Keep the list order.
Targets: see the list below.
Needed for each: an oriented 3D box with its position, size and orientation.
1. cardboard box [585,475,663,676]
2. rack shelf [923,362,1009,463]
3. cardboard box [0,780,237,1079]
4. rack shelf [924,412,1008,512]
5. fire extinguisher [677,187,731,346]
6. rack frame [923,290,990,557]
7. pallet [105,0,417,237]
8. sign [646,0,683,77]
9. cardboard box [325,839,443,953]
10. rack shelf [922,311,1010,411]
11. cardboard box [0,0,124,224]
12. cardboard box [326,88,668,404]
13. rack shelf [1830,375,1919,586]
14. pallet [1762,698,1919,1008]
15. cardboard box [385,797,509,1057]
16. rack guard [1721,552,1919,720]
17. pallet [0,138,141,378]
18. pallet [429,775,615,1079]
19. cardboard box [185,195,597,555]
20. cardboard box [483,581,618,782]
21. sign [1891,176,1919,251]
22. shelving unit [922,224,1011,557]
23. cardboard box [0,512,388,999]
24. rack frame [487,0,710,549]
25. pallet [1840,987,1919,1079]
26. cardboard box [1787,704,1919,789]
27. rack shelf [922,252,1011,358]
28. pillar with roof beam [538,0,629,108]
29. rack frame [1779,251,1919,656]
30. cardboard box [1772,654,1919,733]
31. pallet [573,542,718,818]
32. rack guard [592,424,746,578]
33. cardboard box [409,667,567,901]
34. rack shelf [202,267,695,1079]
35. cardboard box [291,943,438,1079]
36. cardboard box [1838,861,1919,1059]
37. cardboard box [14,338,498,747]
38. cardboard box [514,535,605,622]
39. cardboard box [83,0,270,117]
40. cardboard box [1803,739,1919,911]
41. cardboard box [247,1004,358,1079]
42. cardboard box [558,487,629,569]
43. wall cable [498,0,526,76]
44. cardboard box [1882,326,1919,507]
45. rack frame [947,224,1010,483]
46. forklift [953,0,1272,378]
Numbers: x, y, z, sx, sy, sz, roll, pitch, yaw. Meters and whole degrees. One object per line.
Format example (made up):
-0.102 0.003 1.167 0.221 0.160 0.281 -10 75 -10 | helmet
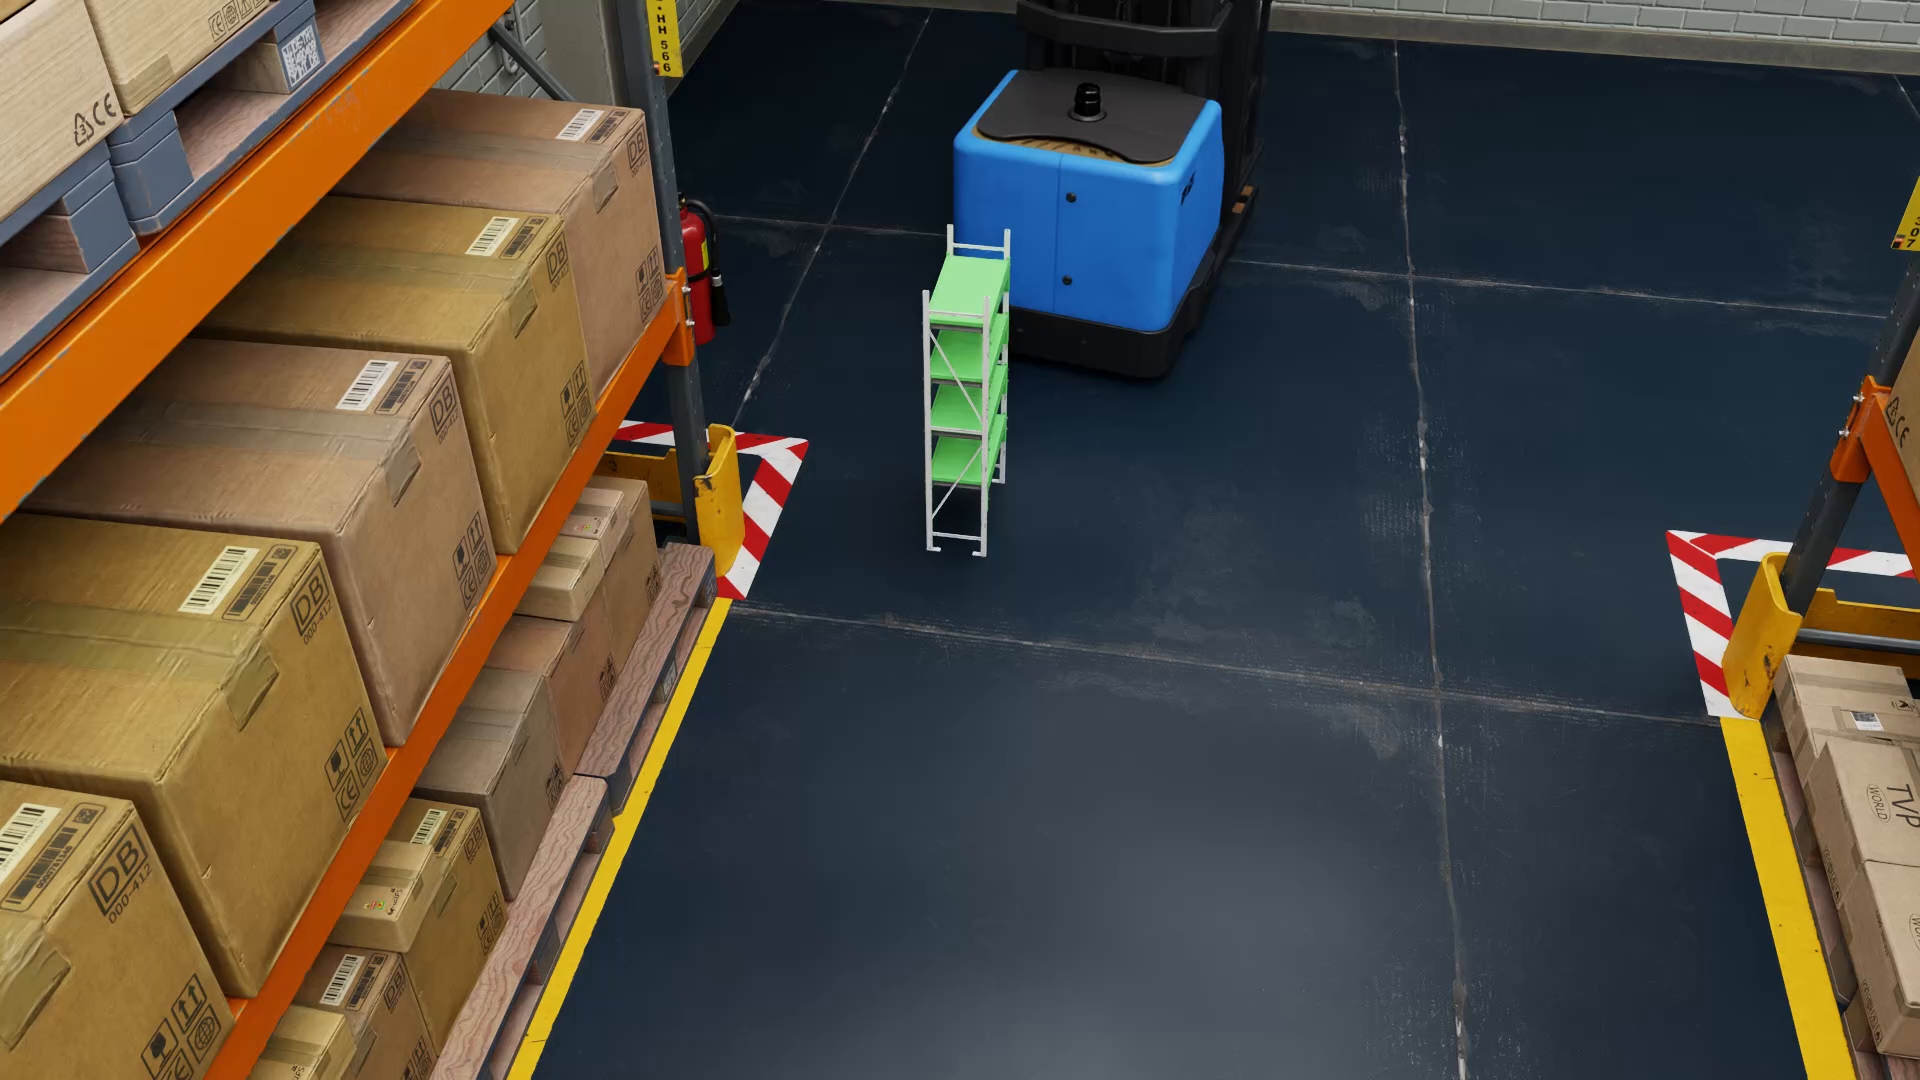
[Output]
-1.497 0.097 5.911 0.700 0.500 0.500 6 40 8 | cardboard box
0.029 -0.517 6.534 0.258 0.148 0.480 6 40 8 | rack shelf
-2.056 0.901 3.070 0.980 0.700 0.700 7 40 8 | cardboard box
0.029 -0.332 6.687 0.258 0.148 0.480 6 40 8 | rack shelf
-0.993 -1.025 5.989 0.296 0.674 0.183 6 40 8 | fire extinguisher
-0.014 -0.413 6.308 0.240 1.200 0.015 6 40 8 | rack frame
-1.801 -1.042 3.372 1.003 0.211 1.213 6 40 8 | pallet
-0.942 -1.624 5.265 0.100 0.325 0.005 6 40 8 | sign
-1.607 0.927 4.398 0.380 0.149 0.250 5 40 6 | cardboard box
0.029 -0.702 6.381 0.258 0.148 0.480 6 40 8 | rack shelf
-1.685 -0.666 2.557 0.500 0.250 0.500 6 40 7 | cardboard box
-1.552 -0.949 5.309 0.980 0.700 0.700 8 40 10 | cardboard box
3.060 0.921 3.846 1.077 0.370 4.000 6 40 8 | rack shelf
3.256 1.012 5.361 1.003 0.211 1.213 6 40 8 | pallet
-1.754 1.062 4.743 0.700 0.500 0.500 7 40 9 | cardboard box
3.393 0.400 5.874 1.175 0.500 0.348 6 40 8 | rack guard
-2.014 -0.279 2.449 1.003 0.211 1.213 6 40 8 | pallet
-1.749 1.194 5.141 1.003 0.211 1.213 6 40 8 | pallet
-1.667 -0.491 4.755 0.980 0.700 0.700 6 40 7 | cardboard box
-1.583 0.411 5.531 0.700 0.500 0.500 6 40 8 | cardboard box
2.871 -1.004 4.931 0.100 0.325 0.005 6 40 8 | sign
0.029 -0.566 6.493 0.258 1.200 0.503 6 40 8 | shelving unit
-1.924 0.444 3.624 0.980 0.700 0.700 5 40 7 | cardboard box
-1.474 -1.155 5.793 1.000 3.000 0.127 6 40 8 | rack frame
3.042 1.775 4.437 1.003 0.211 1.213 6 40 8 | pallet
2.951 0.693 5.436 0.380 0.166 0.250 6 40 8 | cardboard box
0.029 -0.887 6.228 0.258 0.148 0.480 6 40 8 | rack shelf
2.381 -4.782 5.472 9.100 9.000 0.400 6 40 8 | pillar with roof beam
3.406 -0.611 5.135 1.000 3.000 0.127 6 40 8 | rack frame
2.995 0.543 5.631 0.380 0.149 0.250 6 40 8 | cardboard box
-1.535 0.430 6.064 1.003 0.211 1.213 6 40 8 | pallet
-1.470 -0.207 6.607 1.175 0.500 0.348 6 40 8 | rack guard
-1.669 0.727 5.149 0.700 0.500 0.500 5 40 6 | cardboard box
-1.820 0.378 4.504 1.077 0.370 4.000 6 40 8 | rack shelf
-1.846 1.384 4.354 0.700 0.500 0.500 6 40 7 | cardboard box
2.859 1.217 4.737 0.500 0.250 0.500 6 40 8 | cardboard box
-1.808 -0.014 4.177 0.980 0.700 0.700 5 40 6 | cardboard box
-1.383 0.108 5.388 0.380 0.149 0.250 7 40 9 | cardboard box
-1.603 -0.989 2.947 0.500 0.250 0.500 5 40 6 | cardboard box
2.946 0.903 5.116 0.500 0.250 0.500 6 40 8 | cardboard box
-1.697 1.254 4.002 0.380 0.149 0.250 8 40 9 | cardboard box
-1.339 -0.052 5.582 0.380 0.149 0.250 6 40 7 | cardboard box
-2.184 -2.454 6.567 0.084 1.984 1.851 6 40 8 | wall cable
3.069 -0.400 4.801 0.500 0.500 0.500 7 40 9 | cardboard box
0.071 -0.719 6.679 0.240 1.200 0.015 6 40 8 | rack frame
0.941 -2.807 7.845 1.130 2.935 3.031 13 41 15 | forklift
